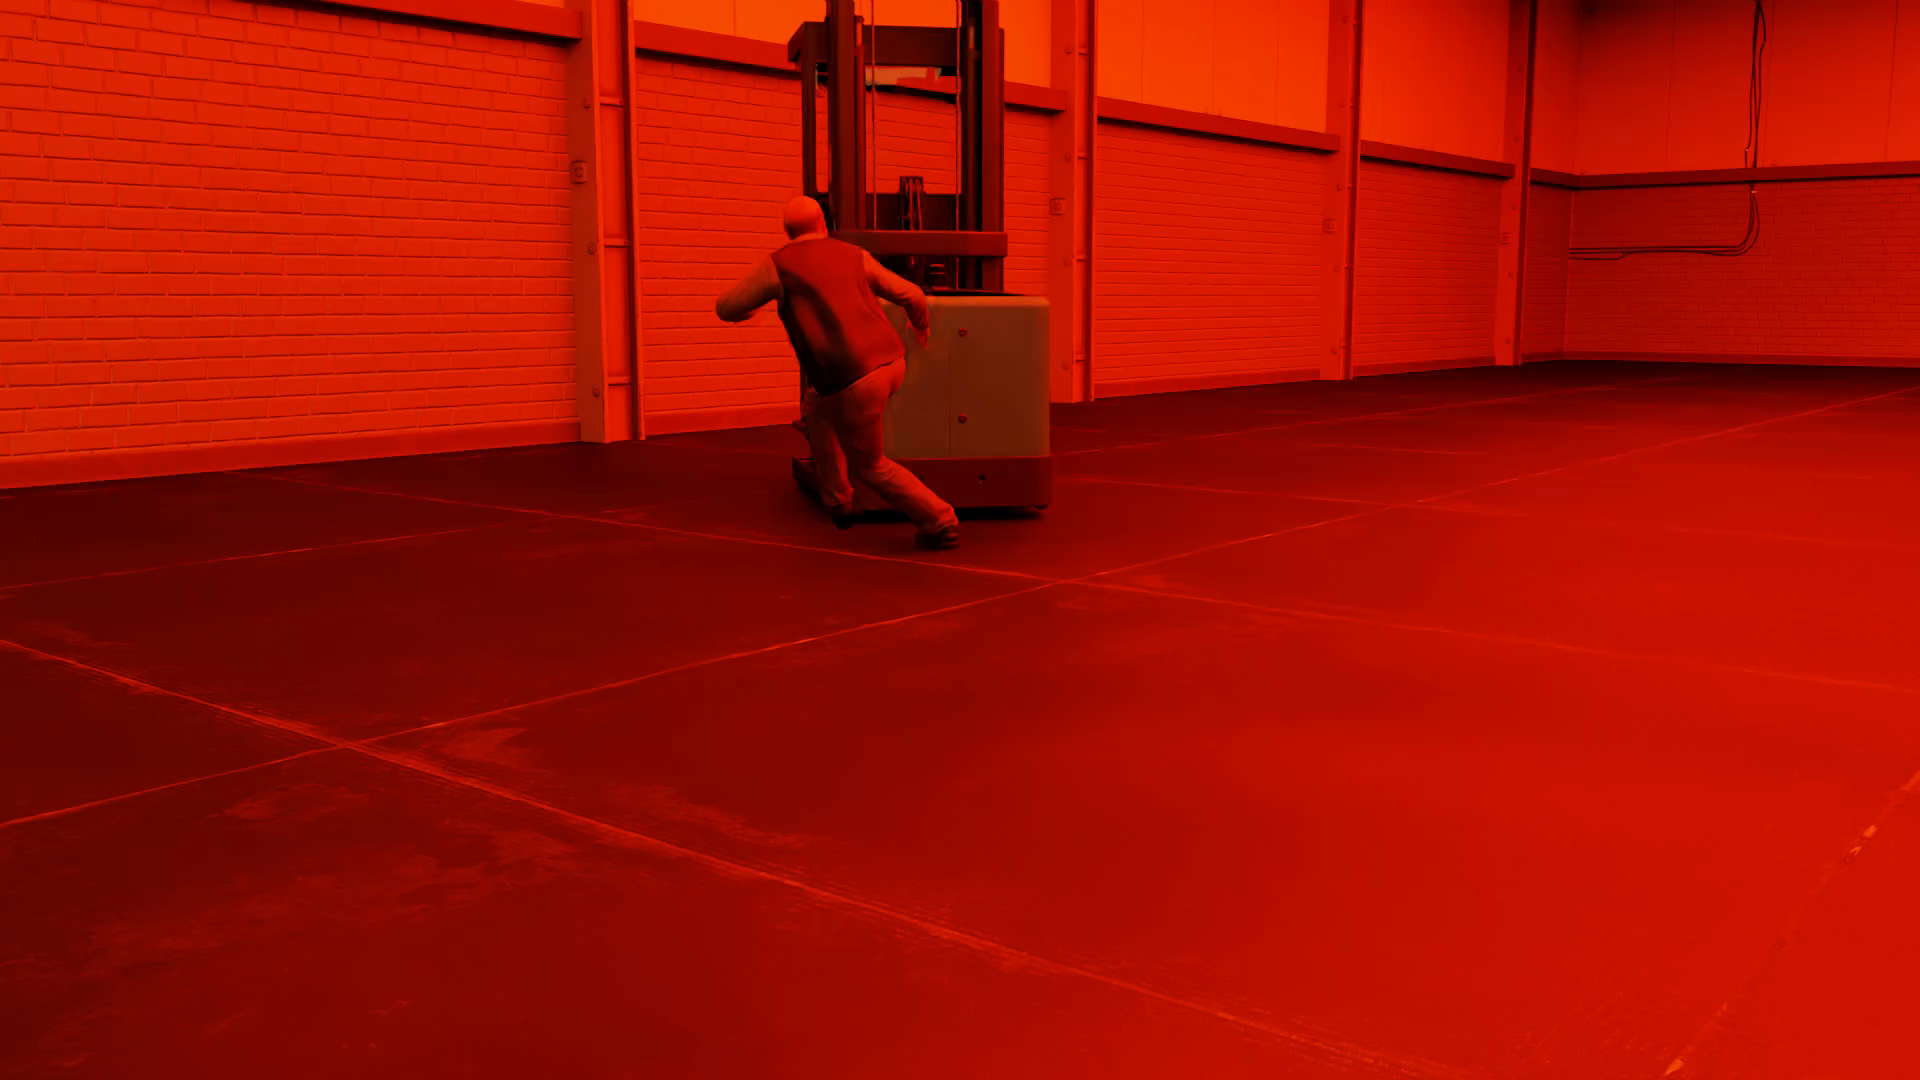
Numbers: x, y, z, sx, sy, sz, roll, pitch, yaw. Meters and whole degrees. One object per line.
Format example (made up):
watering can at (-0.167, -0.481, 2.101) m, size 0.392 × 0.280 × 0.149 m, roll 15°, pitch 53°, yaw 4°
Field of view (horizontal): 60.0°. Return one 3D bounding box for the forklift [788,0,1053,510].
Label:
forklift at (-0.353, -1.747, 9.218) m, size 1.130 × 2.935 × 3.031 m, roll -2°, pitch 9°, yaw -12°

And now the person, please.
person at (-0.511, -0.710, 7.111) m, size 0.966 × 1.488 × 0.889 m, roll -8°, pitch 11°, yaw -42°
